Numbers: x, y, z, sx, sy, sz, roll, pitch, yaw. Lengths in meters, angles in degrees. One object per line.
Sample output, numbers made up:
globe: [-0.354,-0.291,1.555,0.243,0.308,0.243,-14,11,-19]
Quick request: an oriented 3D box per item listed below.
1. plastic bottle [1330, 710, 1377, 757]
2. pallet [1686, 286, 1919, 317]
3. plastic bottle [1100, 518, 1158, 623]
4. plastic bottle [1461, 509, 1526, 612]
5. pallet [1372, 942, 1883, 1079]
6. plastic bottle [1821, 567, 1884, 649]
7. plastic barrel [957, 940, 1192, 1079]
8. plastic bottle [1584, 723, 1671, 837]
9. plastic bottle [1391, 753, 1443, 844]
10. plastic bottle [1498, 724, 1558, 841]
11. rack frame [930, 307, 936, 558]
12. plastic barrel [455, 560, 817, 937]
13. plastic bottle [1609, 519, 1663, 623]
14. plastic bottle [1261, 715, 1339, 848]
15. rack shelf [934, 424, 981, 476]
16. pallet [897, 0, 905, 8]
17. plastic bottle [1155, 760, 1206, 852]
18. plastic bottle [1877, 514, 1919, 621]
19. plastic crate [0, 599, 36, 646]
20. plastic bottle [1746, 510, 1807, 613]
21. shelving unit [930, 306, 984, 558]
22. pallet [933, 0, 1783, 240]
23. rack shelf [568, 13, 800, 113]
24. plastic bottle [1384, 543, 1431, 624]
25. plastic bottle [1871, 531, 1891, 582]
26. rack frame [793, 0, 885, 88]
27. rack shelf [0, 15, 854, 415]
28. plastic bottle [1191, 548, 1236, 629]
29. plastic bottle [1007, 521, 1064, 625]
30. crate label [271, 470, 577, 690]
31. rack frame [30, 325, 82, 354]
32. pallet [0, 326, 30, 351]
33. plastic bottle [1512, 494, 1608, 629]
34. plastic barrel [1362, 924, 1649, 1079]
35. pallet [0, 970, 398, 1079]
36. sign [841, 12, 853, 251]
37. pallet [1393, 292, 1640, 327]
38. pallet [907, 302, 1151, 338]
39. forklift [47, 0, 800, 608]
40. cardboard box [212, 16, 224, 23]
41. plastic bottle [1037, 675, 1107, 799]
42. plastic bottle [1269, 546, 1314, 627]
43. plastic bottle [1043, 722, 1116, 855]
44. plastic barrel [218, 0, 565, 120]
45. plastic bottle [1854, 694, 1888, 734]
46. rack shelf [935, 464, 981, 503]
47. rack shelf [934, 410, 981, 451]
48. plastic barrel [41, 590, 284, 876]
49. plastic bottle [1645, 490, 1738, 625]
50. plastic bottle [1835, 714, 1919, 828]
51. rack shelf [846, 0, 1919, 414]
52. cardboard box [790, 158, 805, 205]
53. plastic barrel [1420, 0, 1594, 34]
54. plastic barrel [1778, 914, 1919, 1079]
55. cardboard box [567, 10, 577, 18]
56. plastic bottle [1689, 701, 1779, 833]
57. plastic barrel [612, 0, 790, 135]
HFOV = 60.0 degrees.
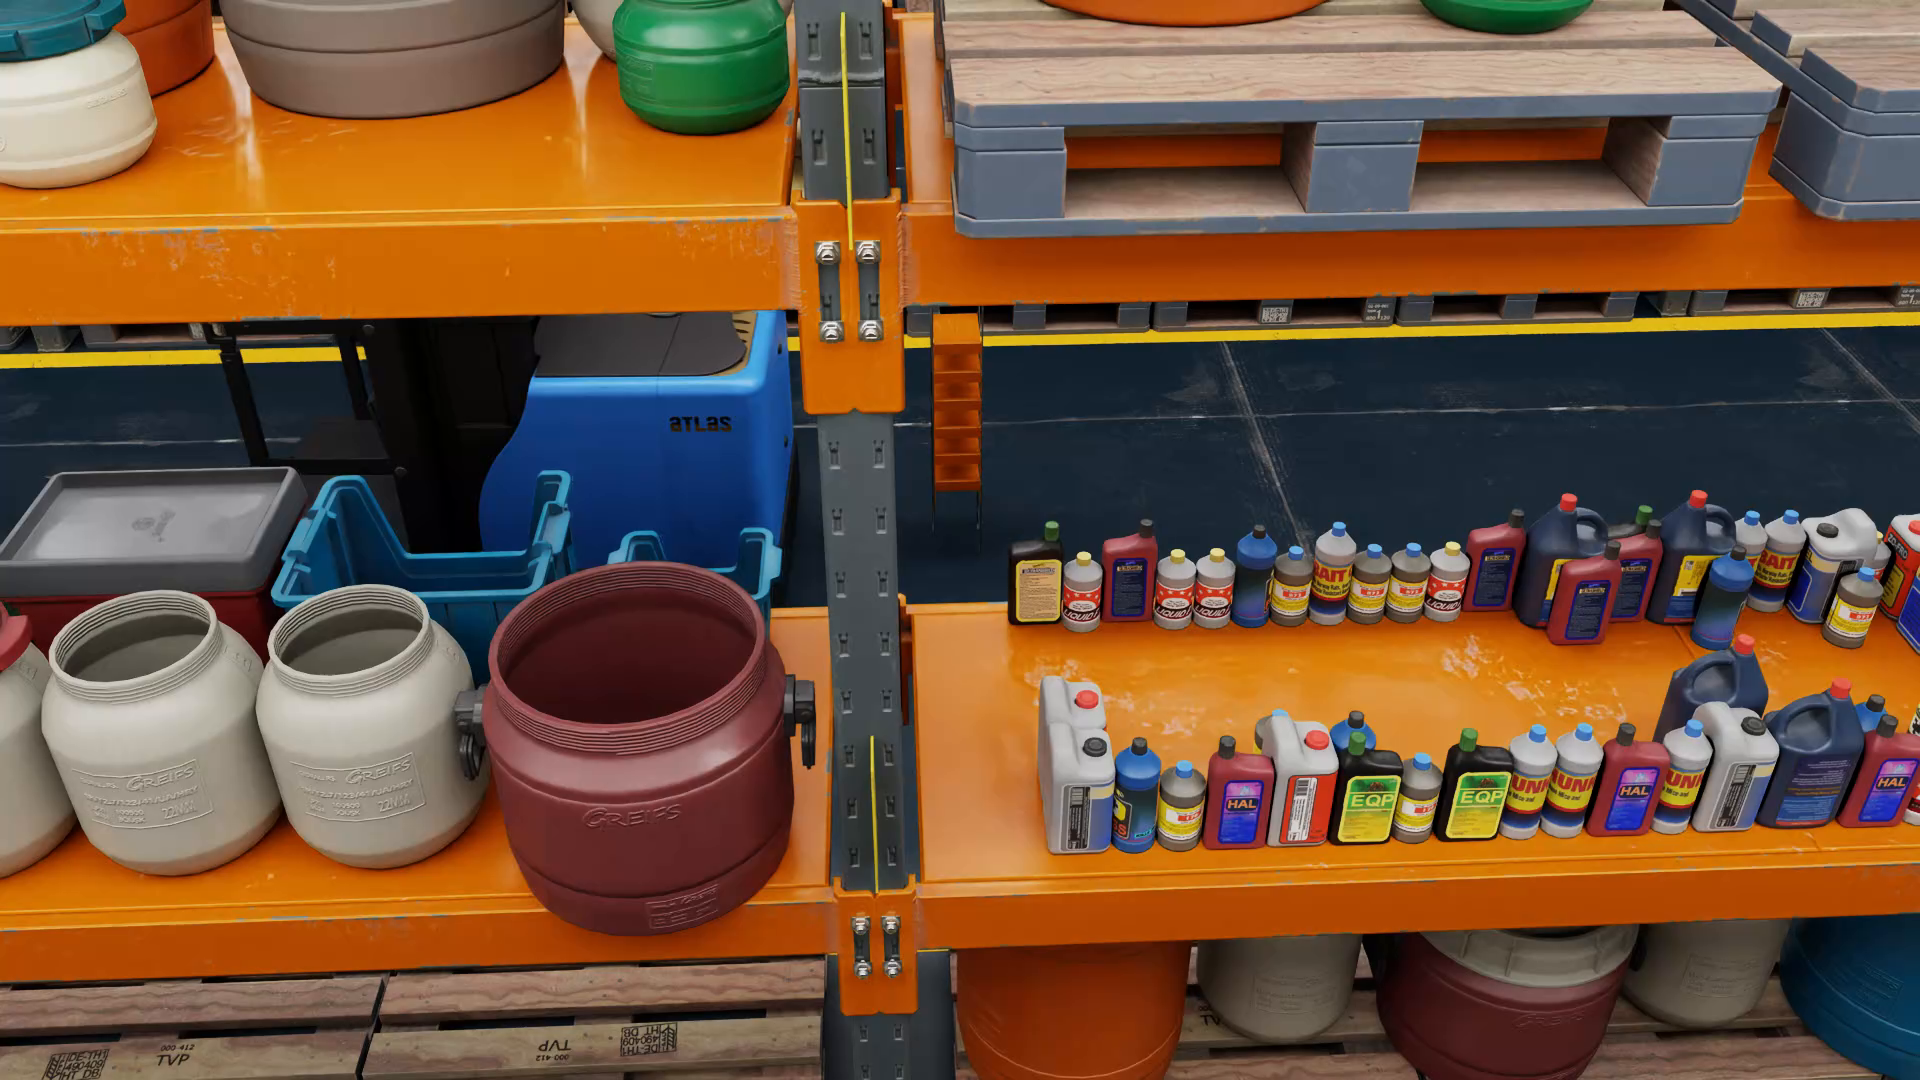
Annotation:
plastic bottle: [0.826,0.476,3.539,0.097,0.271,0.097,0,35,0]
pallet: [4.253,-1.509,8.745,1.213,0.211,1.003,-2,35,-2]
plastic bottle: [0.417,0.074,4.109,0.133,0.283,0.061,-2,35,-2]
plastic bottle: [1.328,0.050,4.145,0.133,0.283,0.061,-2,35,-2]
pallet: [1.804,1.356,4.605,1.213,0.211,1.003,-2,35,-2]
plastic bottle: [2.186,0.157,4.061,0.097,0.201,0.097,0,35,0]
plastic barrel: [0.290,0.983,4.232,0.708,0.830,0.600,-2,35,-2]
plastic bottle: [1.406,0.501,3.493,0.133,0.283,0.061,-2,35,-2]
plastic bottle: [0.963,0.536,3.514,0.097,0.201,0.097,0,35,0]
plastic bottle: [1.193,0.501,3.503,0.097,0.271,0.097,0,35,0]
rack frame: [-0.106,-0.491,6.404,0.006,1.200,0.240,-2,35,-2]
plastic barrel: [-0.647,0.415,3.395,0.708,0.536,0.600,-2,35,-2]
plastic bottle: [1.649,0.076,4.107,0.133,0.283,0.061,-2,35,-2]
plastic bottle: [0.712,0.497,3.506,0.135,0.276,0.152,-2,35,-2]
rack shelf: [-0.014,-0.358,6.502,0.180,0.103,0.258,-2,35,-2]
pallet: [0.125,-4.177,12.601,1.213,0.211,1.003,-2,35,-2]
plastic bottle: [0.464,0.549,3.495,0.097,0.201,0.097,0,35,0]
plastic bottle: [2.393,0.050,4.151,0.135,0.276,0.152,-2,35,-2]
plastic crate: [-2.467,0.273,3.905,0.662,0.188,0.450,-2,35,-2]
plastic bottle: [2.044,0.046,4.161,0.097,0.271,0.097,0,35,0]
shelving unit: [-0.014,-0.493,6.408,0.189,1.200,0.258,-2,35,-2]
pallet: [0.571,-0.835,2.851,1.213,0.211,1.003,-2,35,-2]
rack shelf: [-2.426,-2.180,7.897,4.000,0.370,1.077,-2,35,-2]
plastic bottle: [1.116,0.099,4.145,0.097,0.201,0.097,0,35,0]
plastic bottle: [2.276,0.068,4.190,0.097,0.201,0.097,0,35,0]
rack frame: [-0.198,-2.181,1.994,0.127,3.000,1.000,-2,35,-2]
rack shelf: [-2.195,-0.598,2.974,4.000,0.370,1.077,-2,35,-2]
plastic bottle: [0.630,0.113,4.126,0.097,0.201,0.097,0,35,0]
plastic bottle: [0.186,0.080,4.100,0.133,0.283,0.061,-2,35,-2]
crate label: [-1.203,0.144,3.874,0.616,0.435,0.502,-2,35,-2]
rack frame: [-4.424,-2.422,7.614,0.127,3.000,1.000,-2,35,-2]
pallet: [-5.220,-1.278,8.411,1.213,0.211,1.003,-2,35,-2]
plastic bottle: [1.489,0.041,4.098,0.185,0.351,0.144,-2,35,-2]
plastic barrel: [1.418,1.051,4.345,0.708,0.588,0.600,-2,35,-2]
pallet: [-2.189,1.462,4.451,1.213,0.211,1.003,-2,35,-2]
sign: [-0.164,-0.592,2.426,0.005,0.325,0.100,-2,35,-2]
pallet: [2.757,-1.448,8.656,1.213,0.211,1.003,-2,35,-2]
pallet: [0.319,-1.382,8.561,1.213,0.211,1.003,-2,35,-2]
forklift: [-2.179,-1.131,5.808,3.031,2.935,1.130,0,35,-1]
cardboard box: [-3.130,-2.489,7.623,0.500,0.500,0.500,1,35,1]
plastic bottle: [0.243,0.423,3.613,0.135,0.276,0.152,-2,35,-2]
plastic bottle: [0.825,0.107,4.134,0.097,0.201,0.097,0,35,0]
plastic bottle: [0.250,0.509,3.488,0.135,0.276,0.152,-2,35,-2]
plastic barrel: [-1.028,-1.255,2.851,0.600,0.901,0.600,0,35,0]
plastic bottle: [1.934,0.446,3.582,0.097,0.271,0.097,0,35,0]
rack shelf: [-0.014,-0.259,6.570,0.180,0.103,0.258,-2,35,-2]
rack shelf: [-0.014,-0.456,6.433,0.180,0.103,0.258,-2,35,-2]
plastic barrel: [-1.636,0.400,3.437,0.421,0.512,0.421,0,35,0]
plastic bottle: [1.807,0.033,4.110,0.185,0.351,0.144,-2,35,-2]
plastic bottle: [1.956,0.486,3.514,0.133,0.283,0.061,-2,35,-2]
rack shelf: [1.800,-0.706,3.130,4.000,0.370,1.077,-2,35,-2]
cardboard box: [-0.940,-1.648,8.050,0.500,0.311,0.500,-1,35,-1]
plastic barrel: [0.872,-0.954,2.625,0.294,0.245,0.294,0,35,0]
plastic barrel: [2.546,0.892,4.300,0.708,0.901,0.600,-2,35,-2]
cardboard box: [-1.699,-2.360,7.745,0.250,0.149,0.380,1,35,1]
plastic bottle: [1.635,0.472,3.542,0.135,0.276,0.152,-2,35,-2]
plastic barrel: [-0.442,-0.848,2.840,0.294,0.245,0.294,0,35,0]
